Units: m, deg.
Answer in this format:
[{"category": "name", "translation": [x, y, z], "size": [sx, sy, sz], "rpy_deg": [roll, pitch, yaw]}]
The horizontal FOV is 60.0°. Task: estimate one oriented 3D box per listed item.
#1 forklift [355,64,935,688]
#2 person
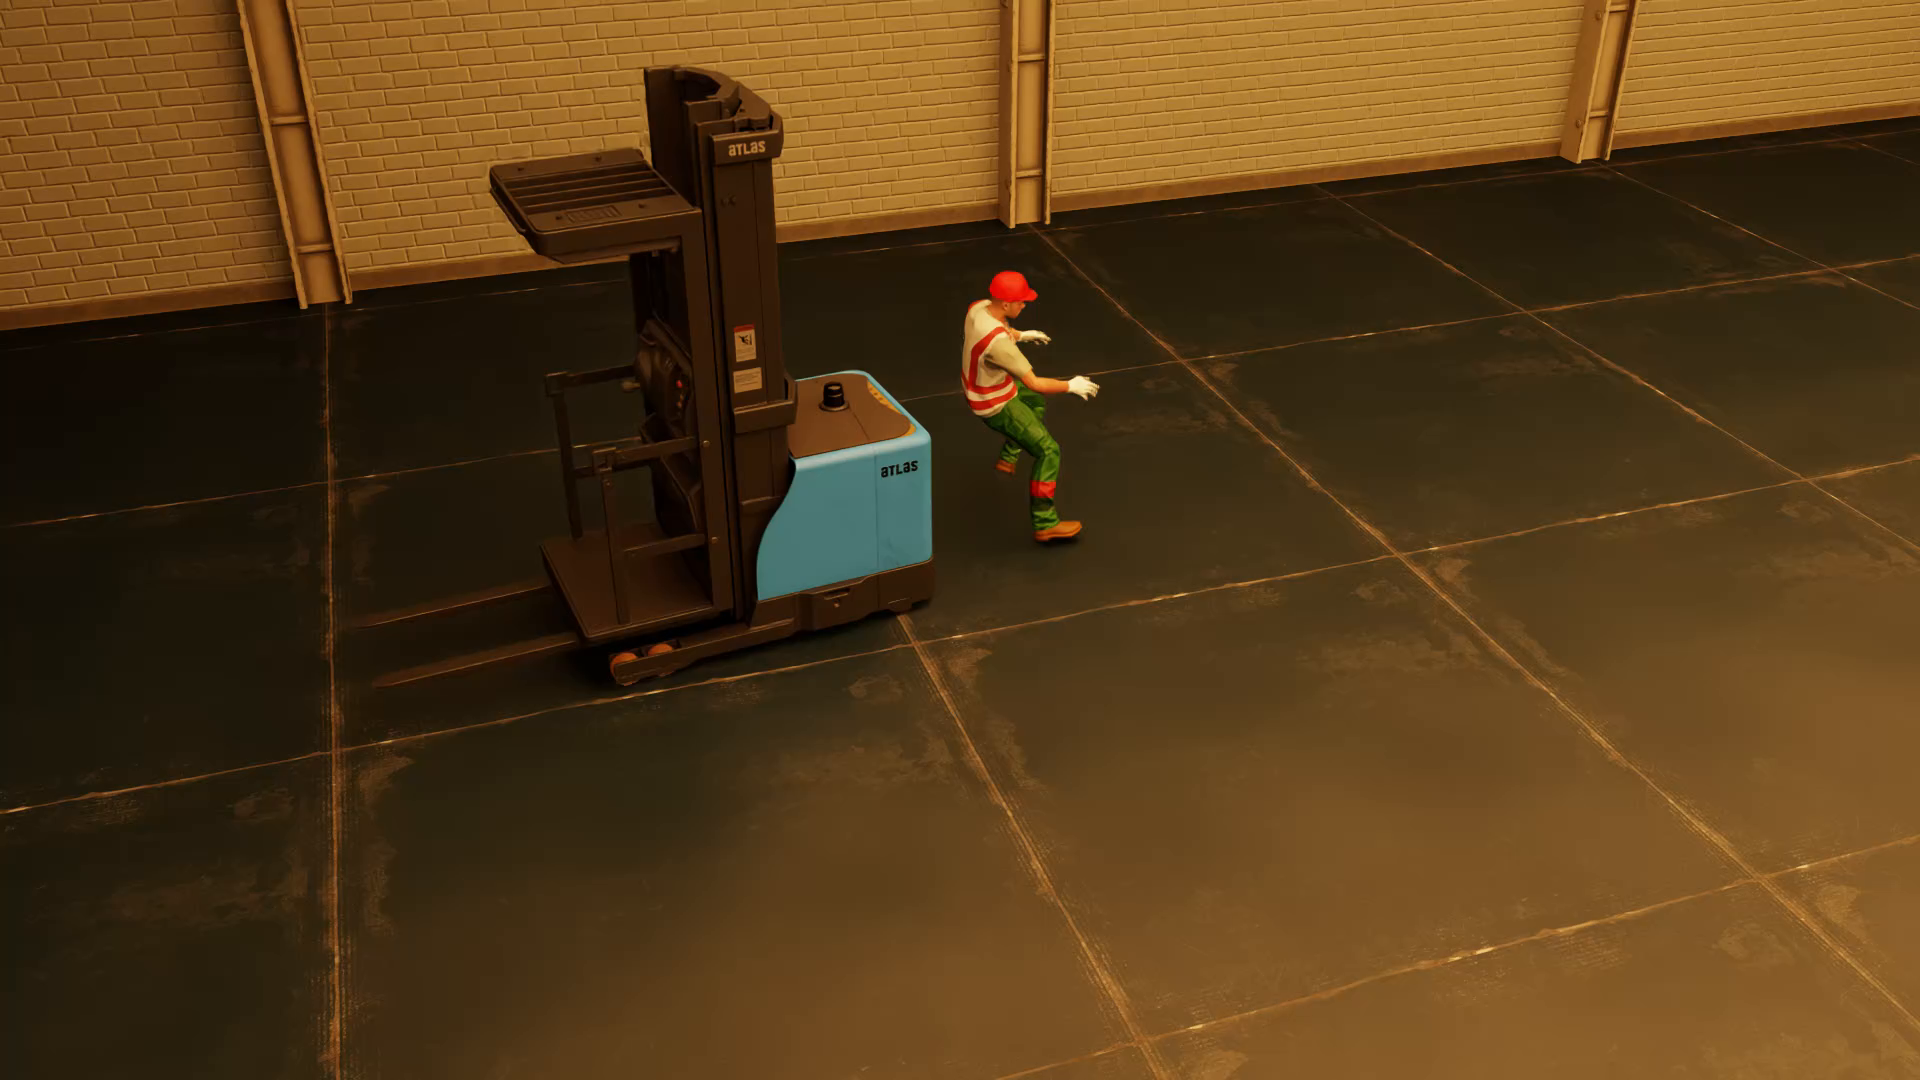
[{"category": "forklift", "translation": [-1.700, -0.811, 8.497], "size": [3.031, 2.935, 1.130], "rpy_deg": [-13, 32, -22]}, {"category": "person", "translation": [0.407, -0.886, 9.911], "size": [0.763, 1.580, 0.890], "rpy_deg": [-5, 30, -8]}]
